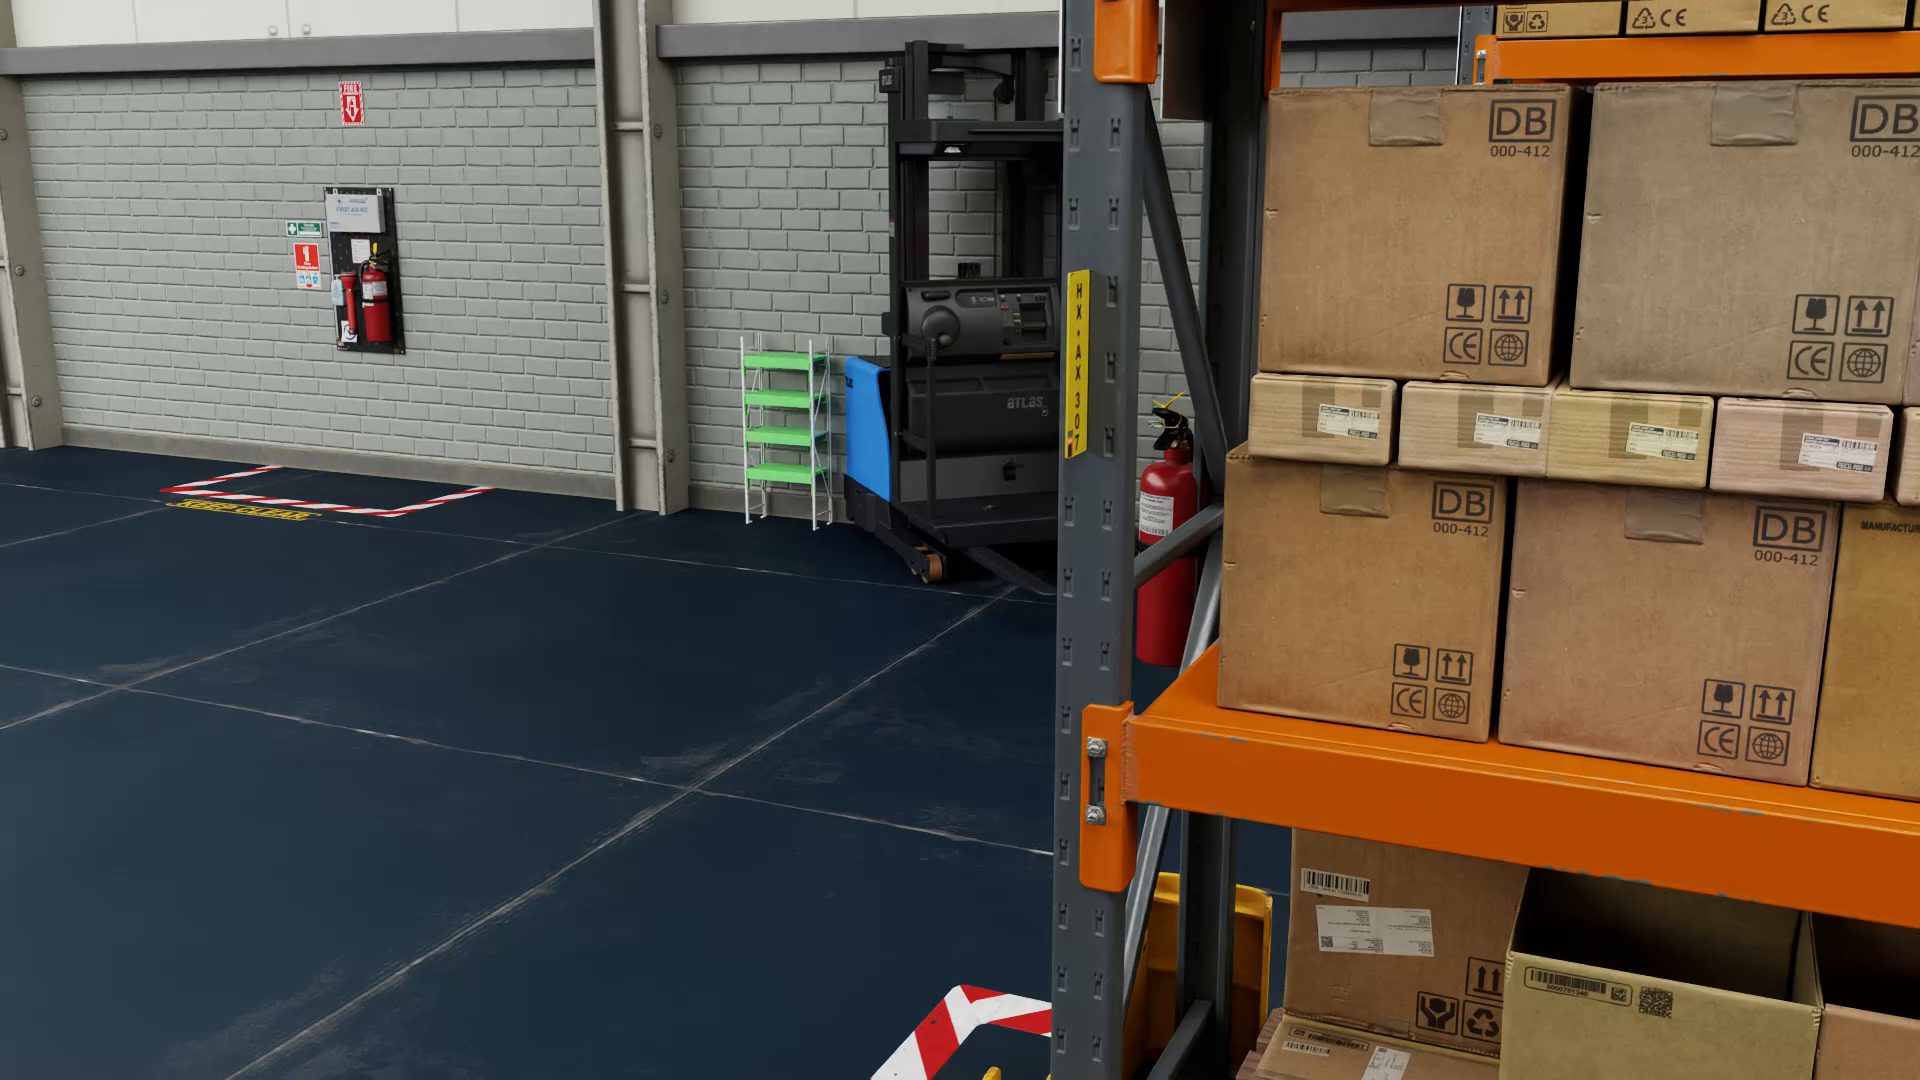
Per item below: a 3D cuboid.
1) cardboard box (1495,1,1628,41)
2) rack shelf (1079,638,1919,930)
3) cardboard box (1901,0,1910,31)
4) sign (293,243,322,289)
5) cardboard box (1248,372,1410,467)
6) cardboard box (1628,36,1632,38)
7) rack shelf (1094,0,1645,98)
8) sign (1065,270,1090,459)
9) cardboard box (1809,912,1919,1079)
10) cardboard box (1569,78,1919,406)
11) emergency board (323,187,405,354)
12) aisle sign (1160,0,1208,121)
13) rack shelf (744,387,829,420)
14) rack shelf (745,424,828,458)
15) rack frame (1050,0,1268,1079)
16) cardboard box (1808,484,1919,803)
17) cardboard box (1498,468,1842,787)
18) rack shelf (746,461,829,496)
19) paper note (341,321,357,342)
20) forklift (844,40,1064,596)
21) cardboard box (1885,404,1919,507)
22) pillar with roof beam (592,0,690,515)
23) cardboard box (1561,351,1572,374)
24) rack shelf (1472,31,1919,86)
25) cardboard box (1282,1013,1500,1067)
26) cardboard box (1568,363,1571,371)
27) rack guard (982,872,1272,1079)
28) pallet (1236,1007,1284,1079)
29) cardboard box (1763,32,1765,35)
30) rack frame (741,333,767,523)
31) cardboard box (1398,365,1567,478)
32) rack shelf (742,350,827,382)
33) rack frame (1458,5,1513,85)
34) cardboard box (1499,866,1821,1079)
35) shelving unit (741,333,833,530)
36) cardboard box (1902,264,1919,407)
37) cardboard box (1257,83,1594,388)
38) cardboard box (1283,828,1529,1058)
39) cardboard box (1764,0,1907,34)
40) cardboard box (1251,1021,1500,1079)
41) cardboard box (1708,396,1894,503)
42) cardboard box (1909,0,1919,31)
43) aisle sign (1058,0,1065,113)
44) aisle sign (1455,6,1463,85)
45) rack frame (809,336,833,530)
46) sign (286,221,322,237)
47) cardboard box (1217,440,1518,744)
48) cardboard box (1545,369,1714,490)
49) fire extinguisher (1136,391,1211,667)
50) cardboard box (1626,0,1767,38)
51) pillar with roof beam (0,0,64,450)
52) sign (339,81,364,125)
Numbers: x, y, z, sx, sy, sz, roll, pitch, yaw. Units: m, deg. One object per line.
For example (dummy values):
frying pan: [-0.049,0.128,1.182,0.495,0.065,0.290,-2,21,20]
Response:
cardboard box: [2.646,-2.438,7.250,0.500,0.500,0.500,6,15,25]
rack shelf: [2.267,0.568,2.843,4.000,0.370,1.077,6,14,23]
cardboard box: [3.852,-2.445,7.279,0.500,0.500,0.500,5,14,21]
sign: [-4.762,-2.000,12.135,0.234,0.329,0.001,6,14,23]
cardboard box: [0.710,-0.251,3.118,0.250,0.149,0.380,6,14,23]
cardboard box: [2.926,-2.535,7.665,0.500,0.500,0.500,7,15,27]
rack shelf: [2.267,-0.892,2.500,4.000,0.370,1.077,6,14,23]
sign: [0.208,-0.312,2.950,0.005,0.325,0.100,6,14,23]
cardboard box: [1.759,0.987,2.939,0.500,0.500,0.500,6,14,23]
cardboard box: [1.392,-0.549,2.971,0.500,0.500,0.700,5,14,22]
emergency board: [-4.298,-1.910,11.829,0.643,1.169,0.194,6,14,23]
aisle sign: [0.497,-1.300,3.540,0.004,0.787,0.394,6,14,23]
rack shelf: [-1.099,-0.865,10.545,0.480,0.148,0.258,6,14,23]
rack shelf: [-1.099,-0.632,10.599,0.480,0.148,0.258,6,14,23]
rack frame: [0.439,0.033,3.550,0.127,3.000,1.000,6,14,23]
cardboard box: [1.794,0.125,2.939,0.500,0.500,0.700,6,14,24]
cardboard box: [1.342,0.077,3.140,0.500,0.500,0.700,6,15,25]
rack shelf: [-1.099,-0.398,10.654,0.480,0.148,0.258,6,14,23]
paper note: [-4.432,-1.512,12.061,0.142,0.148,0.016,6,14,23]
forklift: [0.215,-1.292,9.345,1.130,2.935,3.031,-5,14,-19]
cardboard box: [1.655,-0.155,2.712,0.250,0.149,0.380,5,14,21]
pillar with roof beam: [-3.798,-3.695,6.303,0.400,9.000,9.100,6,14,23]
cardboard box: [1.105,-0.312,3.381,0.250,0.149,0.380,6,15,25]
rack shelf: [4.270,-1.927,6.911,4.000,0.370,1.077,6,14,23]
cardboard box: [1.049,1.155,3.867,0.500,0.250,0.500,6,14,23]
cardboard box: [1.339,-0.289,3.280,0.250,0.149,0.380,6,14,22]
rack guard: [0.417,1.247,3.845,0.348,0.500,1.175,6,14,23]
pallet: [1.155,1.452,3.604,1.213,0.211,1.003,6,14,23]
cardboard box: [3.384,-2.495,7.491,0.500,0.500,0.500,6,14,23]
rack frame: [-1.323,-0.716,10.679,0.015,1.200,0.240,6,14,23]
cardboard box: [0.953,-0.227,3.016,0.250,0.149,0.380,5,14,22]
rack shelf: [-1.099,-1.099,10.490,0.480,0.148,0.258,6,14,23]
rack frame: [2.442,-1.002,7.960,0.127,3.000,1.000,6,14,23]
cardboard box: [1.297,0.944,3.125,0.500,0.500,0.500,6,14,23]
shelving unit: [-1.099,-0.694,10.585,0.503,1.200,0.258,6,14,23]
cardboard box: [1.853,-0.503,2.773,0.500,0.500,0.700,6,14,23]
cardboard box: [0.909,-0.597,3.174,0.500,0.500,0.700,6,14,23]
cardboard box: [1.049,0.789,3.783,0.500,0.500,0.500,6,14,23]
cardboard box: [3.599,-2.334,6.805,0.500,0.500,0.500,7,15,26]
cardboard box: [0.839,1.263,3.406,0.500,0.250,0.500,6,14,23]
cardboard box: [1.410,-0.180,2.815,0.250,0.149,0.380,6,14,22]
cardboard box: [4.097,-2.288,6.613,0.500,0.500,0.500,7,15,27]
aisle sign: [0.254,-1.175,3.006,0.004,0.787,0.394,6,14,23]
aisle sign: [2.254,-2.212,7.425,0.004,0.787,0.394,6,14,23]
rack frame: [-0.875,-0.672,10.491,0.015,1.200,0.240,6,14,23]
sign: [-4.761,-2.256,12.064,0.331,0.109,0.001,6,14,23]
cardboard box: [0.860,0.030,3.343,0.500,0.500,0.700,6,14,23]
cardboard box: [1.180,-0.203,2.916,0.250,0.149,0.380,6,14,23]
fire extinguisher: [0.519,-0.038,4.019,0.183,0.674,0.296,6,14,23]
cardboard box: [3.123,-2.381,7.006,0.500,0.500,0.500,7,15,27]
pillar with roof beam: [-9.283,-4.250,8.669,0.400,9.000,9.100,6,14,23]
sign: [-4.265,-3.060,11.656,0.199,0.298,0.001,6,14,23]
